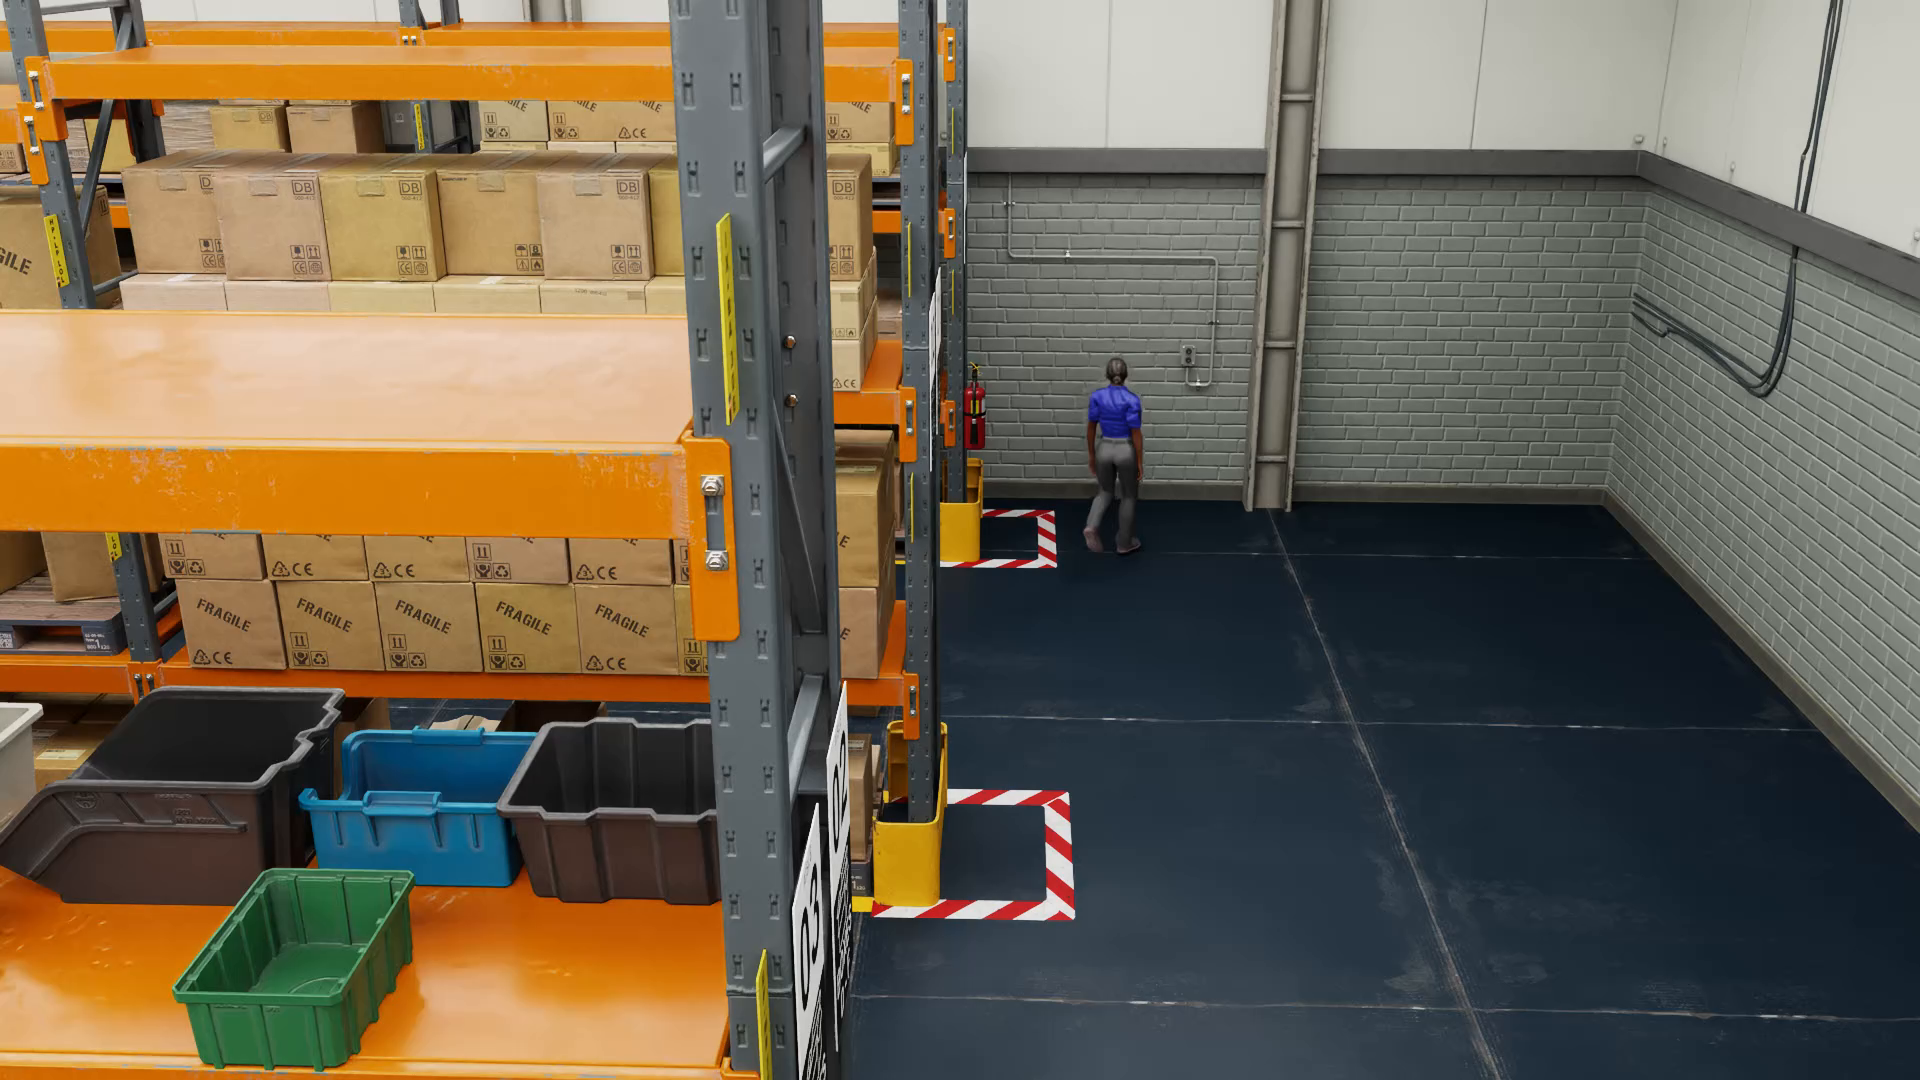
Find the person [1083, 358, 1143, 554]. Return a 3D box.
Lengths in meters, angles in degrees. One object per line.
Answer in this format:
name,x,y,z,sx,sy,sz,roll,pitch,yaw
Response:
person,1.232,-0.654,13.253,0.477,1.635,0.613,11,23,26
